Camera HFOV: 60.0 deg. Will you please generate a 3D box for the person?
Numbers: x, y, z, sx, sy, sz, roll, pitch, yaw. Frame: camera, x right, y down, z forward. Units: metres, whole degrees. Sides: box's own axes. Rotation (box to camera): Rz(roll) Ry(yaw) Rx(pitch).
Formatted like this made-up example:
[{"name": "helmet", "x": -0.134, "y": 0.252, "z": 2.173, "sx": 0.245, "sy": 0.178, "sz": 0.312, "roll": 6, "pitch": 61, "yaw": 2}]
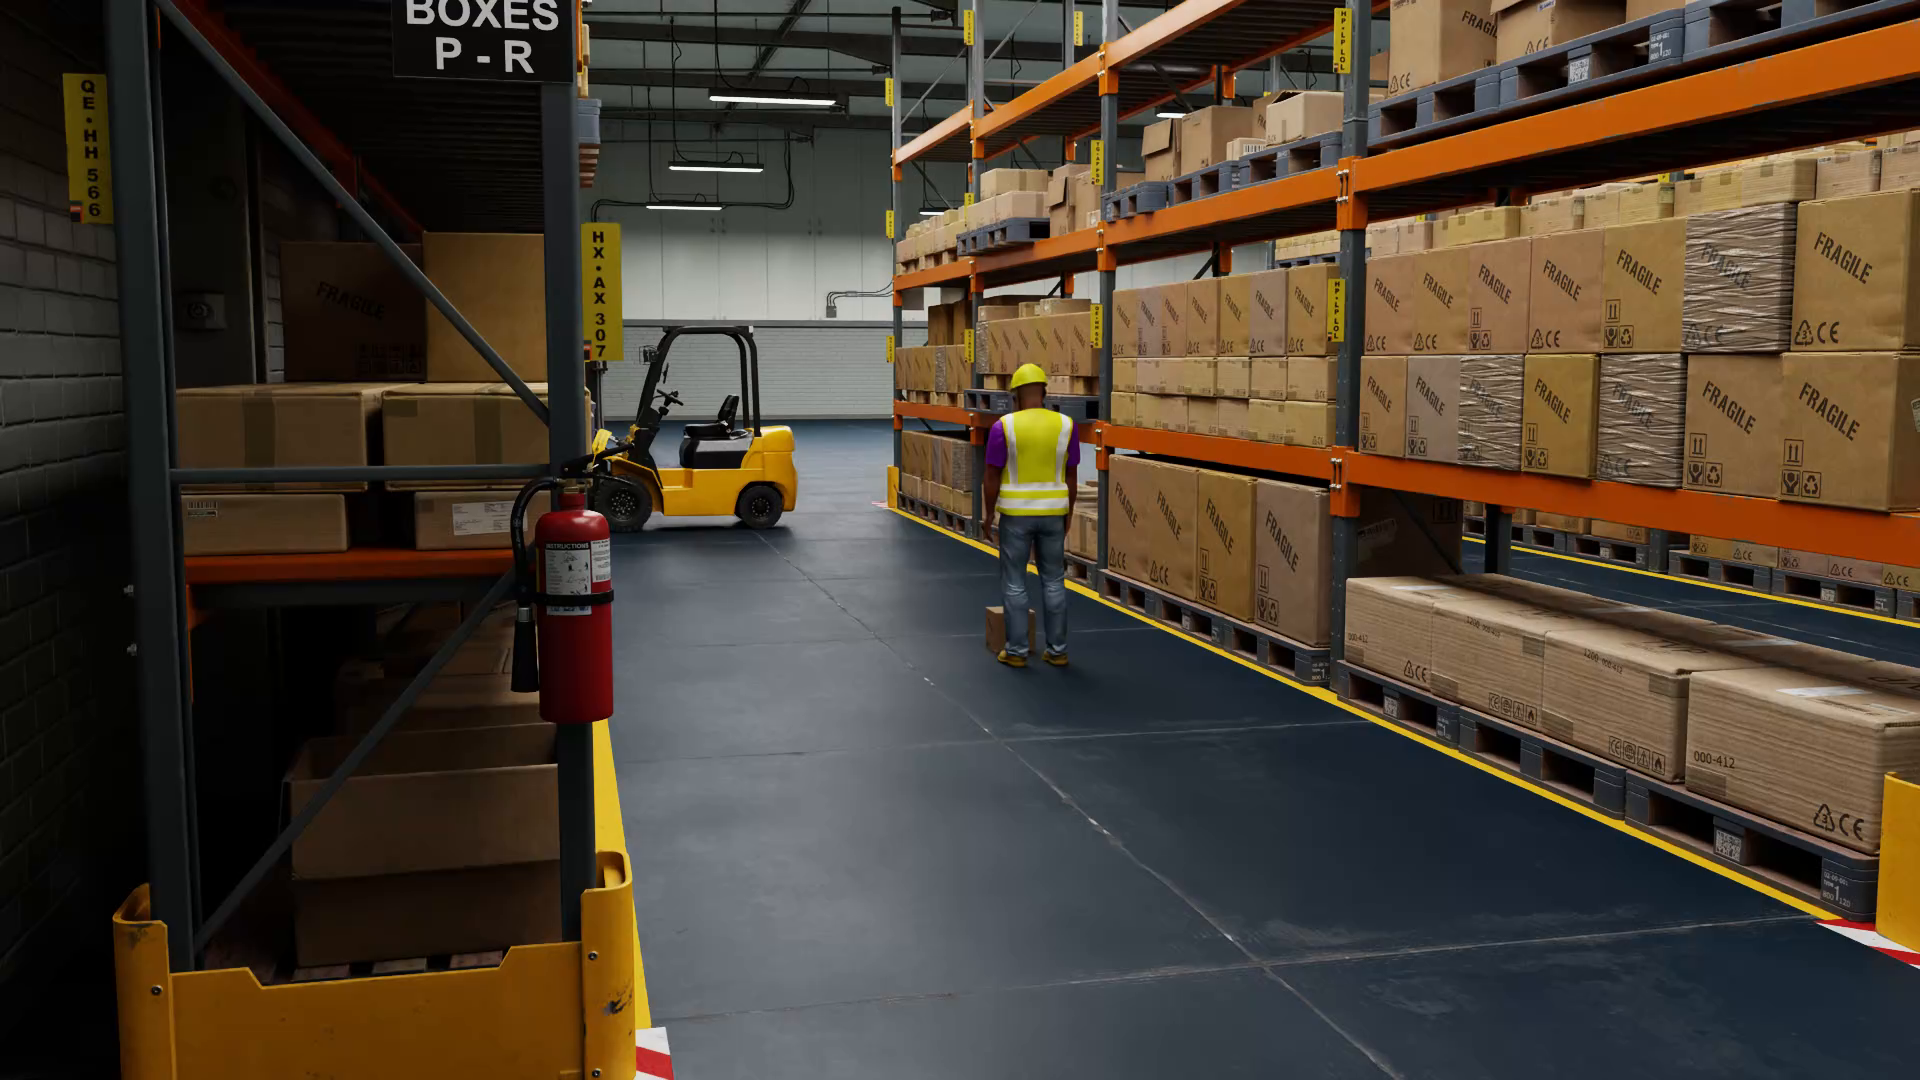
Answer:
[{"name": "person", "x": 0.411, "y": -0.145, "z": 9.731, "sx": 0.567, "sy": 1.760, "sz": 0.363, "roll": -1, "pitch": 6, "yaw": -13}]
